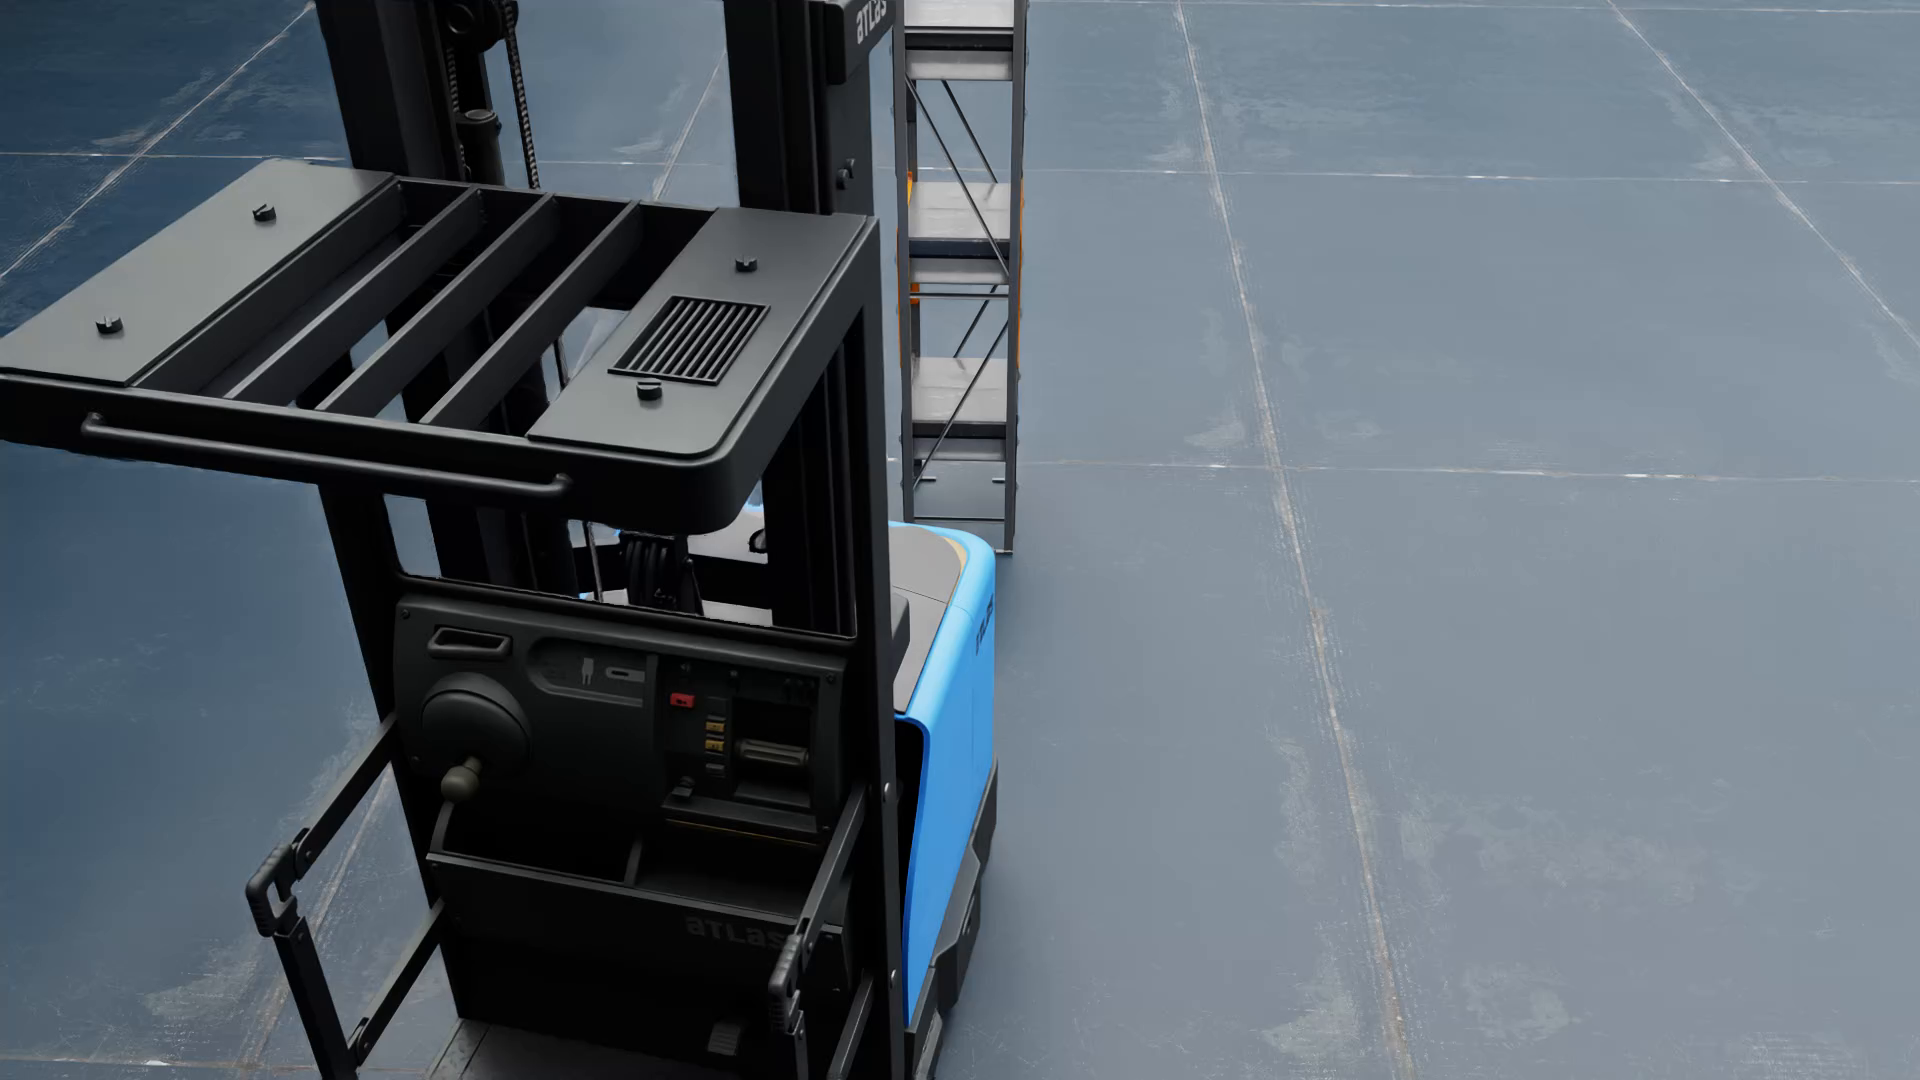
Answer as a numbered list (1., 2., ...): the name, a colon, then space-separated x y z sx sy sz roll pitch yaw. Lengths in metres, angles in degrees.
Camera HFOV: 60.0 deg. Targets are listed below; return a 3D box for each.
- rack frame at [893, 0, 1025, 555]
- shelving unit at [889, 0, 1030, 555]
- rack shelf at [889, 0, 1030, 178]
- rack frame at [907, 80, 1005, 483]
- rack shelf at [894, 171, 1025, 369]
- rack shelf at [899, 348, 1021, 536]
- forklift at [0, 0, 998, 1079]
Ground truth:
1. rack frame: -0.003 -0.814 5.582 0.400 2.100 0.015 1 35 2
2. shelving unit: 0.007 -0.954 5.782 0.431 2.100 0.503 1 35 2
3. rack shelf: 0.007 -1.516 5.387 0.431 0.518 0.480 1 35 2
4. rack frame: 0.016 -1.094 5.981 0.400 2.100 0.015 1 35 2
5. rack shelf: 0.007 -0.943 5.789 0.431 0.518 0.480 1 35 2
6. rack shelf: 0.007 -0.370 6.192 0.431 0.518 0.480 1 35 2
7. forklift: -0.725 0.424 3.098 1.130 2.935 3.031 8 36 11
